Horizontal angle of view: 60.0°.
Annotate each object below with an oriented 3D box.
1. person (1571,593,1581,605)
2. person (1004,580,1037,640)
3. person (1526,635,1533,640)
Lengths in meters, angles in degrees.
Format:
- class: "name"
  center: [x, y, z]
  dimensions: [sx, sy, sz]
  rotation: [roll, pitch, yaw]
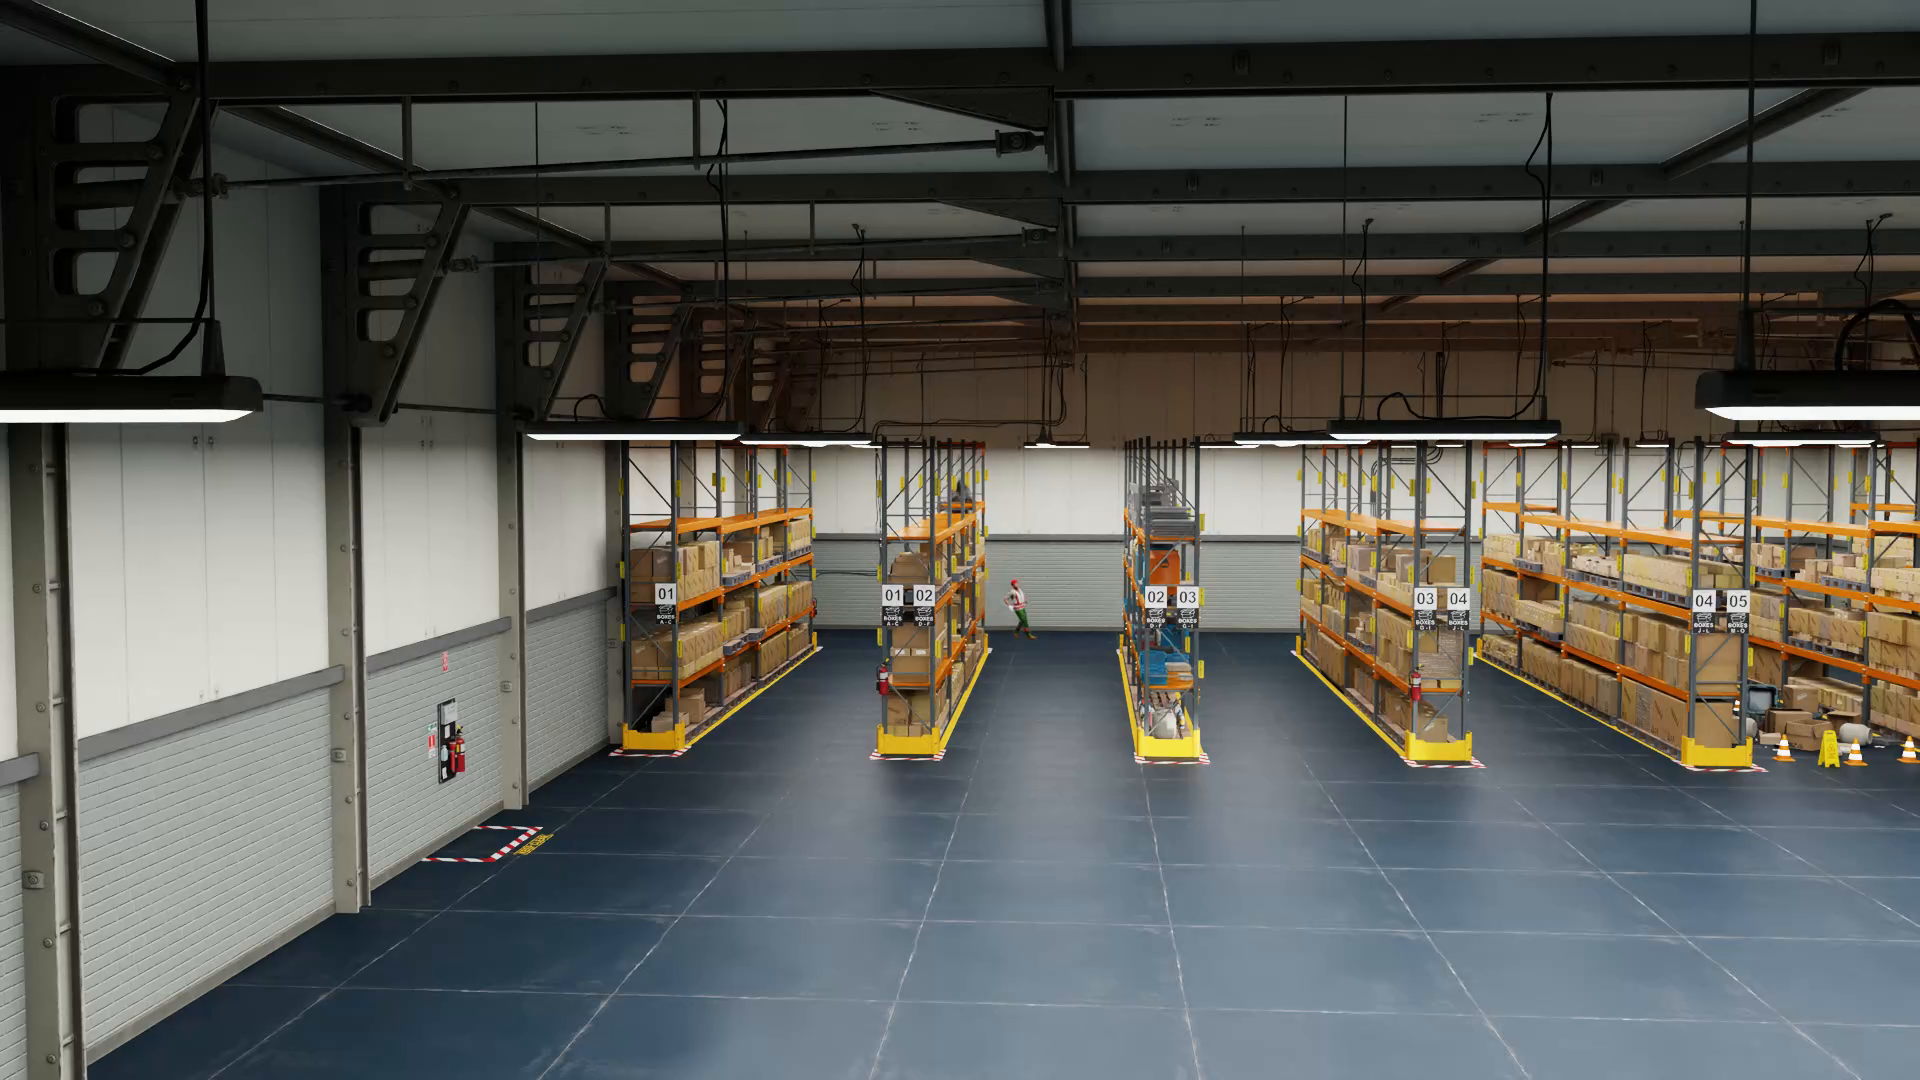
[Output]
- class: "person"
  center: [17.643, 2.357, 47.456]
  dimensions: [0.821, 1.703, 0.587]
  rotation: [0, 3, 9]
- class: "person"
  center: [1.766, 2.024, 47.920]
  dimensions: [0.860, 1.760, 0.726]
  rotation: [2, 4, 37]
- class: "person"
  center: [16.217, 2.443, 46.865]
  dimensions: [0.609, 1.585, 0.631]
  rotation: [-1, 3, -24]
